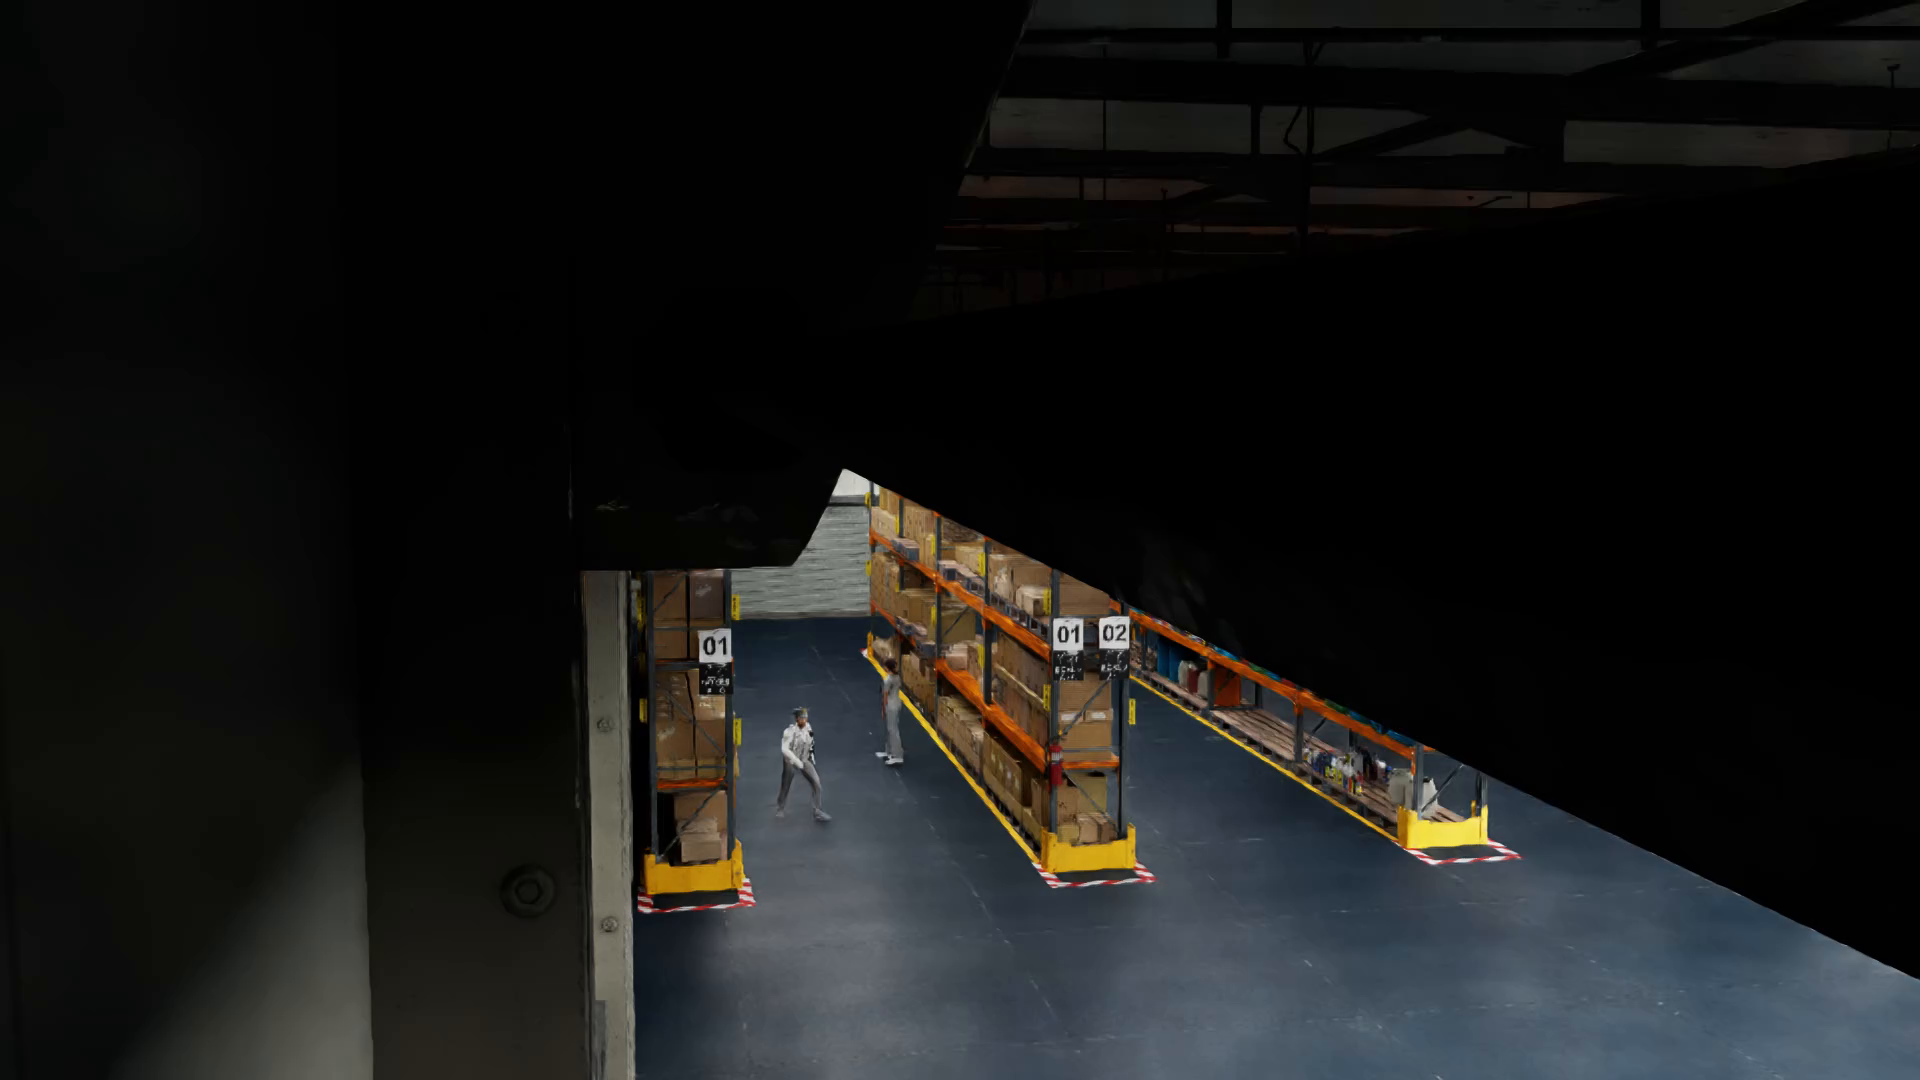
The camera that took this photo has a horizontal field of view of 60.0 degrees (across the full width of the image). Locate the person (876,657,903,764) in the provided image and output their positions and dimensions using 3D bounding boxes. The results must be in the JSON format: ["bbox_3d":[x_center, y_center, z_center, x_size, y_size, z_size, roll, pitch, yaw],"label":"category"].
[{"bbox_3d":[-1.129,2.761,26.645,0.553,1.555,0.564,2,6,20],"label":"person"}]

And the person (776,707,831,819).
[{"bbox_3d":[-2.251,3.099,23.235,0.642,1.612,0.787,-3,7,-30],"label":"person"}]
